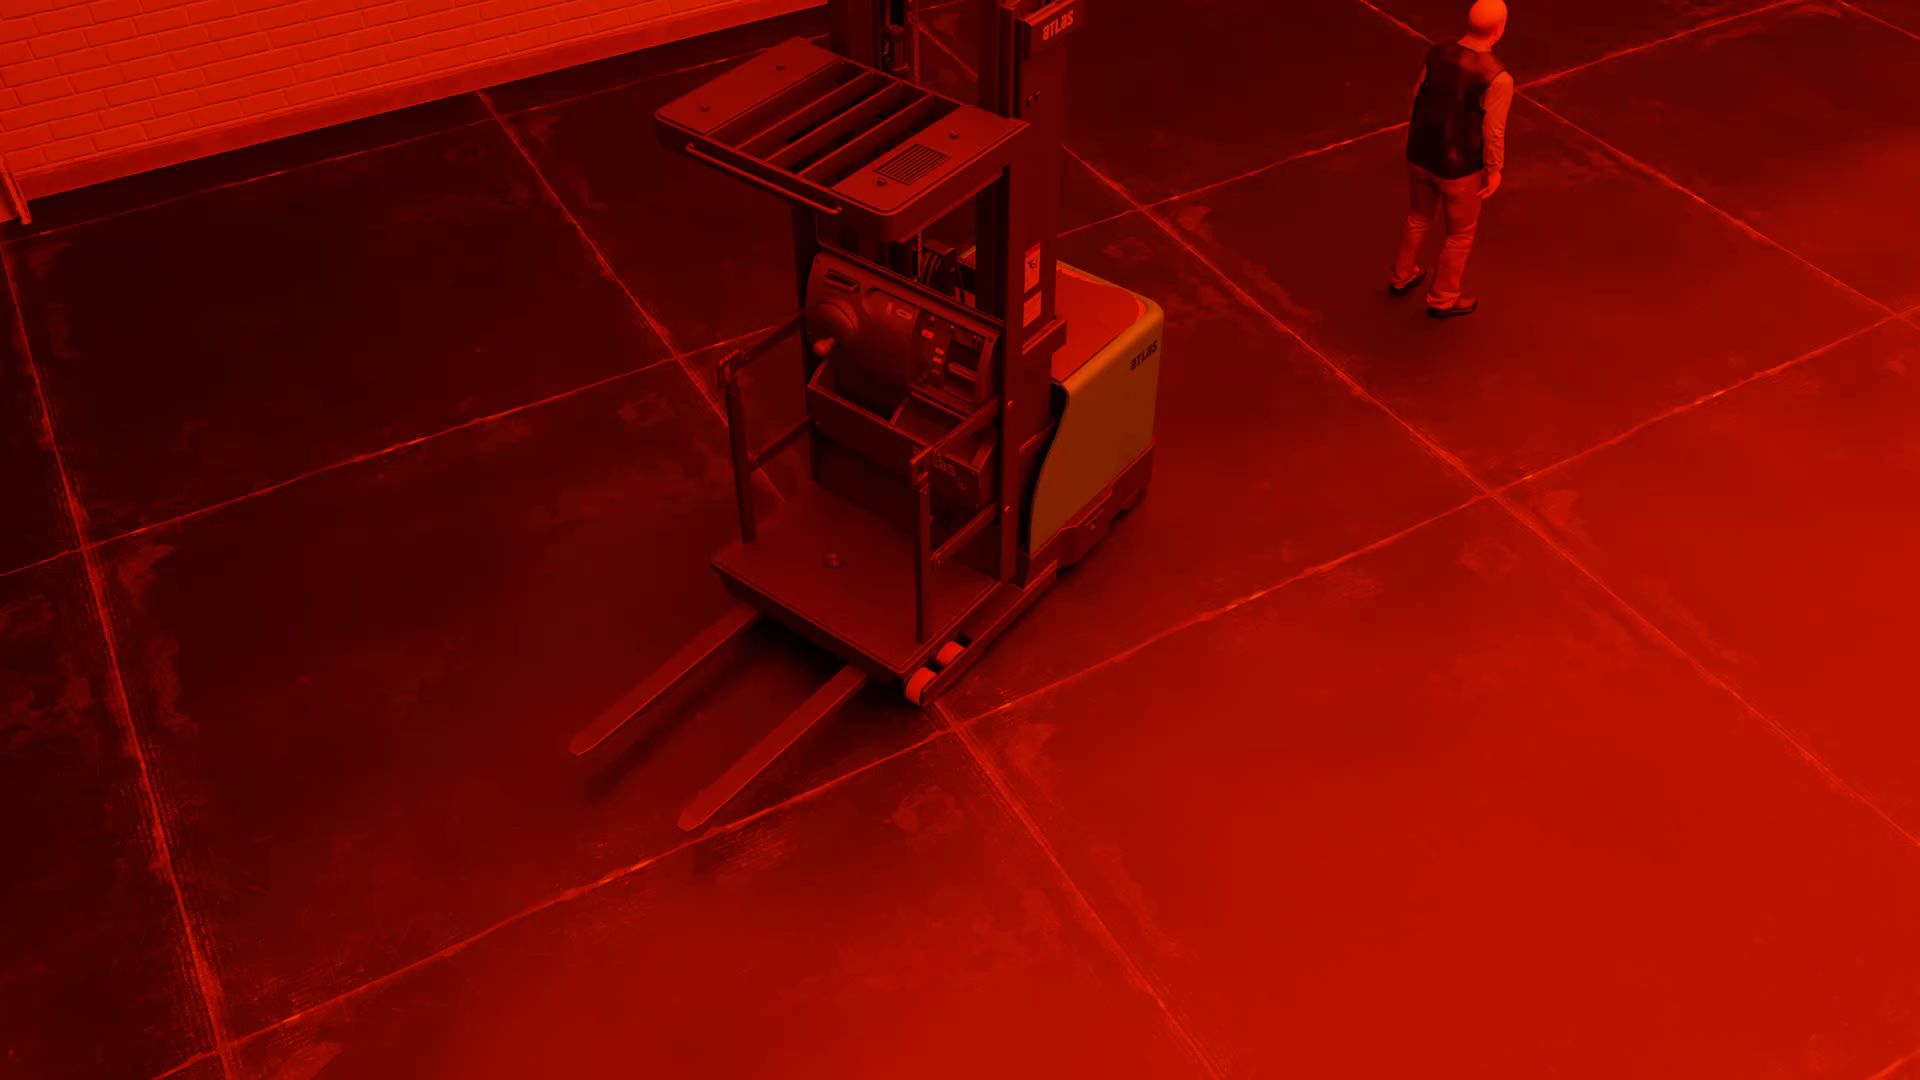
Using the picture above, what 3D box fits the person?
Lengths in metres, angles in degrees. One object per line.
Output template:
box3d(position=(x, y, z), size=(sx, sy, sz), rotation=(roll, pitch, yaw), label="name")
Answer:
box3d(position=(2.568, -1.994, 8.739), size=(0.412, 1.720, 0.584), rotation=(-27, 49, -26), label="person")

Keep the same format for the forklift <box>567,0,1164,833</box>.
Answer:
box3d(position=(-0.375, -0.749, 6.505), size=(1.130, 2.935, 3.031), rotation=(28, 50, 27), label="forklift")
